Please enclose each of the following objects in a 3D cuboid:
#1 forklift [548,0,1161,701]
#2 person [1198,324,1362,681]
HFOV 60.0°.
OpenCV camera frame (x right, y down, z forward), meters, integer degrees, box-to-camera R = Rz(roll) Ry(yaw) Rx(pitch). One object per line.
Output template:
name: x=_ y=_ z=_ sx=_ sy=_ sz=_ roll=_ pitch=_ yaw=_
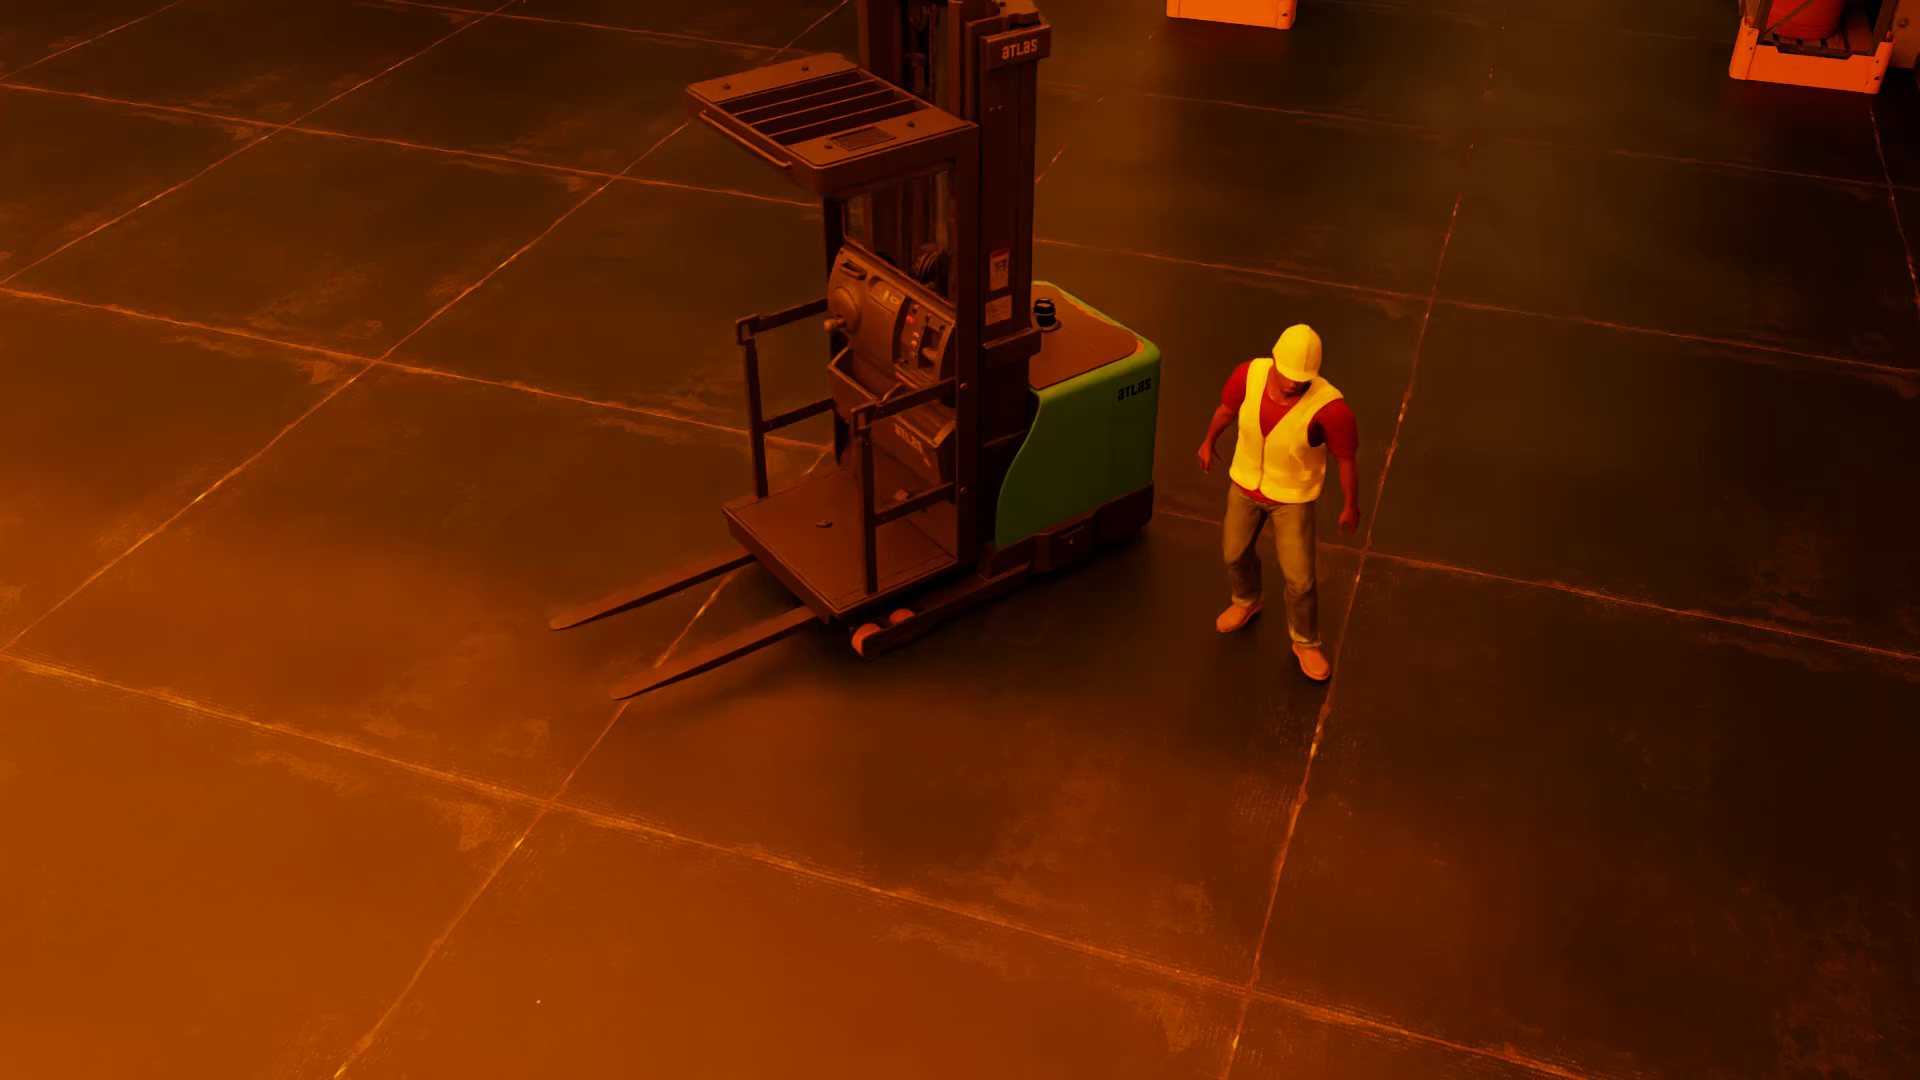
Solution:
forklift: x=-0.490 y=-0.983 z=7.498 sx=3.031 sy=2.935 sz=1.130 roll=-23 pitch=41 yaw=-29
person: x=1.414 y=-0.234 z=7.503 sx=0.883 sy=1.733 sz=0.472 roll=25 pitch=42 yaw=31
